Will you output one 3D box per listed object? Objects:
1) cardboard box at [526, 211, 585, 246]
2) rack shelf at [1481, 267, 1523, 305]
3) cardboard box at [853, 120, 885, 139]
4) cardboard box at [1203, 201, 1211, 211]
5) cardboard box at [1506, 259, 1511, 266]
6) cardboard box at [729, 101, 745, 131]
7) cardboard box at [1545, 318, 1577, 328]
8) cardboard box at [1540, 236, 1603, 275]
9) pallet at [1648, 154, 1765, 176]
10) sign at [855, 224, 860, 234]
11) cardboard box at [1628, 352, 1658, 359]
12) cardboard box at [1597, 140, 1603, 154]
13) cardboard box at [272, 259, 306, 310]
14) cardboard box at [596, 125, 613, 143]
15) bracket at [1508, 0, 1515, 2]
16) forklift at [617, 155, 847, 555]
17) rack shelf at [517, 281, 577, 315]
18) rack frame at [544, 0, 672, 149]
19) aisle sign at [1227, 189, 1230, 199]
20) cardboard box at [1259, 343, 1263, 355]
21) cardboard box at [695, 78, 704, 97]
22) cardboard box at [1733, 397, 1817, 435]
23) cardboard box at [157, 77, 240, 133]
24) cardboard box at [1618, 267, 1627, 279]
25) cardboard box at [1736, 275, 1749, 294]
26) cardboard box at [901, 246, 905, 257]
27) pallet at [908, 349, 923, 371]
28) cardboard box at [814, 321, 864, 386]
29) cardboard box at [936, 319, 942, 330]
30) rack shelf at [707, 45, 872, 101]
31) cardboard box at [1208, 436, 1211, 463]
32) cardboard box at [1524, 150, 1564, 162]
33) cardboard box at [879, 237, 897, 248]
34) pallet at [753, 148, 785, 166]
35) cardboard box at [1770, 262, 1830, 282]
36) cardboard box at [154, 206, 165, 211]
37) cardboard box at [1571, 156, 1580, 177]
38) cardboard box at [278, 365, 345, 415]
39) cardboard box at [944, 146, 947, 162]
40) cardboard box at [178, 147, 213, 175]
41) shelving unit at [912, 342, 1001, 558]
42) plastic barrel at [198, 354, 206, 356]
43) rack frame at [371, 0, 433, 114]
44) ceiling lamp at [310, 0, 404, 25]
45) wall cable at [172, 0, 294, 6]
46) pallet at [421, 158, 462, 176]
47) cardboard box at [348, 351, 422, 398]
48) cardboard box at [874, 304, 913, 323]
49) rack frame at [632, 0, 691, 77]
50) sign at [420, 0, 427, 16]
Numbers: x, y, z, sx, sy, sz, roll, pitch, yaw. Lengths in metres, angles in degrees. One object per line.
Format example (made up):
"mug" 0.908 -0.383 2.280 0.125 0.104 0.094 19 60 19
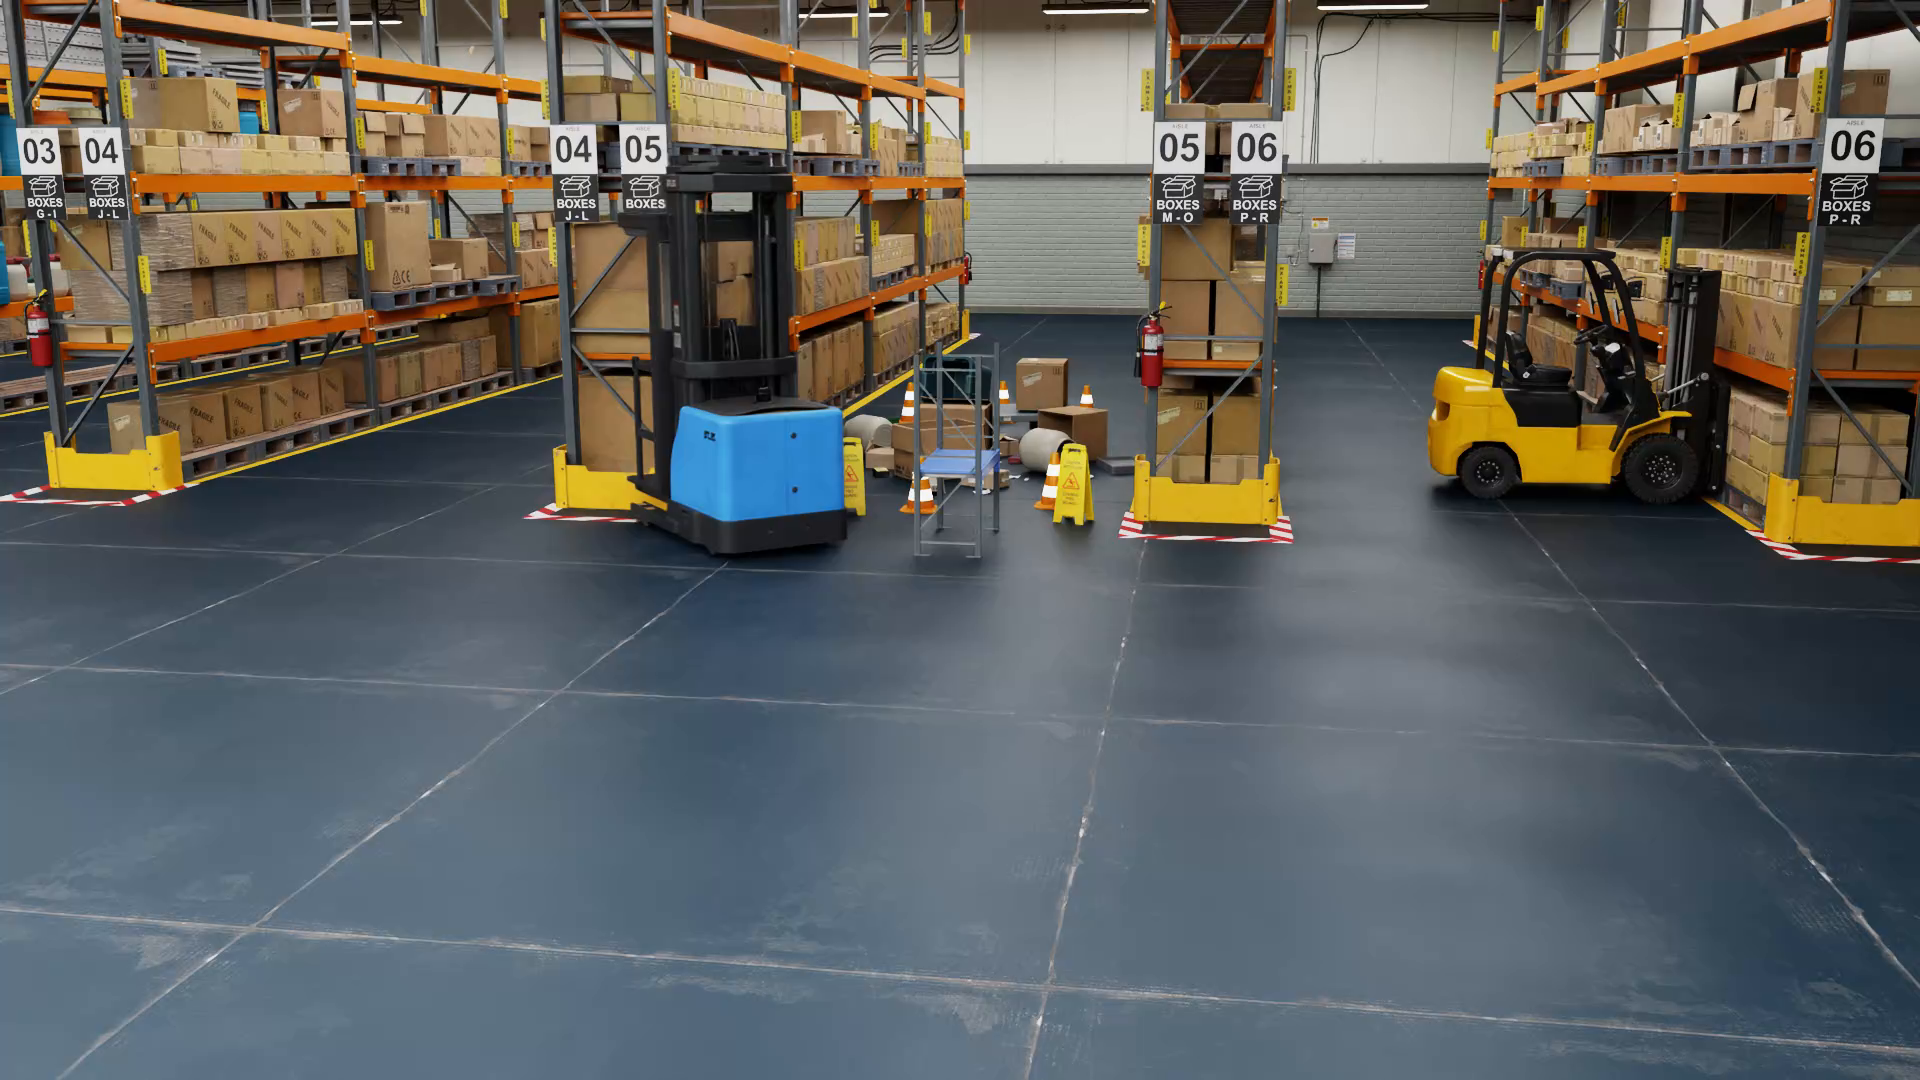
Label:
"cardboard box" -6.129 -4.710 25.108 0.797 0.503 0.637 2 12 9
"rack shelf" 9.083 -4.029 26.278 1.077 0.370 4.000 2 12 9
"cardboard box" -1.238 -5.558 22.489 0.396 0.266 0.258 2 12 9
"cardboard box" 3.603 -5.054 25.175 0.380 0.149 0.250 2 12 7
"cardboard box" 8.765 -4.359 25.750 0.500 0.250 0.500 2 12 8
"cardboard box" -2.322 -3.966 15.573 0.500 0.250 0.500 2 12 8
"cardboard box" 8.434 -3.028 23.319 0.380 0.149 0.250 2 12 8
"cardboard box" 8.280 -3.854 22.524 0.700 0.500 0.500 2 12 8
"pallet" 7.668 -3.856 17.101 0.805 0.209 1.217 1 12 6
"sign" -1.574 -4.703 25.643 0.100 0.325 0.005 2 12 9
"cardboard box" 7.855 -1.771 18.730 0.875 0.625 0.625 1 12 6
"cardboard box" 7.806 -4.676 19.770 0.380 0.166 0.250 2 12 9
"cardboard box" -7.372 -2.673 17.333 0.875 0.500 0.500 2 12 9
"cardboard box" -3.166 -3.444 14.097 0.380 0.149 0.250 2 12 9
"bracket" 10.773 -10.613 32.336 0.235 0.232 0.430 2 12 9
"forklift" -2.049 -1.583 13.380 1.130 2.935 3.031 -7 14 -30
"rack shelf" -6.230 -3.678 24.647 1.077 0.370 4.000 2 12 9
"rack frame" -2.882 -4.699 13.437 1.000 3.000 0.127 2 12 9
"aisle sign" 4.803 -6.233 28.626 0.394 0.787 0.004 2 12 9
"cardboard box" 2.427 -1.674 14.236 0.380 0.149 0.250 1 12 7
"cardboard box" -2.438 -3.918 14.404 0.380 0.149 0.250 2 12 8
"cardboard box" 6.765 -1.029 13.806 0.500 0.250 0.500 2 12 10
"cardboard box" -7.272 -4.153 15.895 0.500 0.500 0.500 2 12 8
"cardboard box" 7.620 -2.899 18.495 0.500 0.250 0.500 2 12 9
"cardboard box" 6.879 -2.182 14.221 0.380 0.149 0.250 2 12 9
"cardboard box" -1.021 -4.239 24.438 0.380 0.149 0.250 1 12 7
"pallet" -1.155 -2.739 25.202 1.003 0.211 1.213 2 12 9
"cardboard box" -1.834 -2.413 21.414 1.050 0.750 0.750 2 12 8
"cardboard box" -0.501 -3.557 27.442 0.380 0.149 0.250 2 12 8
"rack shelf" -1.959 -5.401 19.350 1.077 0.370 4.000 2 12 9
"cardboard box" 2.579 -0.867 15.426 0.500 0.250 0.500 3 12 12
"cardboard box" 8.602 -5.612 24.443 0.500 0.250 0.500 2 12 9
"cardboard box" -1.107 -4.276 23.904 0.380 0.149 0.250 1 12 6
"pallet" -2.403 -3.852 16.837 1.003 0.211 1.213 2 12 9
"cardboard box" 6.797 -2.167 13.447 0.380 0.149 0.250 2 12 10
"cardboard box" -14.968 -5.931 30.785 0.500 0.500 0.500 2 12 10
"cardboard box" 8.076 -4.745 21.125 0.500 0.250 0.500 2 12 9
"cardboard box" -7.253 -1.682 18.615 0.500 0.500 0.500 1 12 7
"cardboard box" -0.489 -6.312 27.213 0.500 0.250 0.500 1 12 6
"cardboard box" -7.365 -3.540 15.538 0.500 0.250 0.500 2 12 7
"shelving unit" -0.013 -0.715 12.753 0.538 1.500 1.048 2 12 9
"plastic barrel" -11.374 -2.986 24.636 0.421 0.512 0.421 0 12 0
"rack frame" -10.201 -8.372 30.480 1.000 3.000 0.127 2 12 9
"ceiling lamp" -12.210 -11.863 32.826 2.000 3.185 0.800 2 12 9
"wall cable" -16.094 -10.722 36.767 3.097 2.526 0.112 2 12 9
"pallet" -6.796 -4.496 20.062 1.213 0.211 1.003 2 12 9
"cardboard box" -6.945 -2.000 20.041 0.700 0.500 0.500 2 12 8
"cardboard box" -0.993 -3.344 24.548 0.500 0.250 0.500 2 12 11
"rack frame" -5.307 -8.211 29.735 1.000 3.000 0.127 2 12 9
"sign" -7.086 -7.097 21.972 0.100 0.325 0.005 2 12 9
